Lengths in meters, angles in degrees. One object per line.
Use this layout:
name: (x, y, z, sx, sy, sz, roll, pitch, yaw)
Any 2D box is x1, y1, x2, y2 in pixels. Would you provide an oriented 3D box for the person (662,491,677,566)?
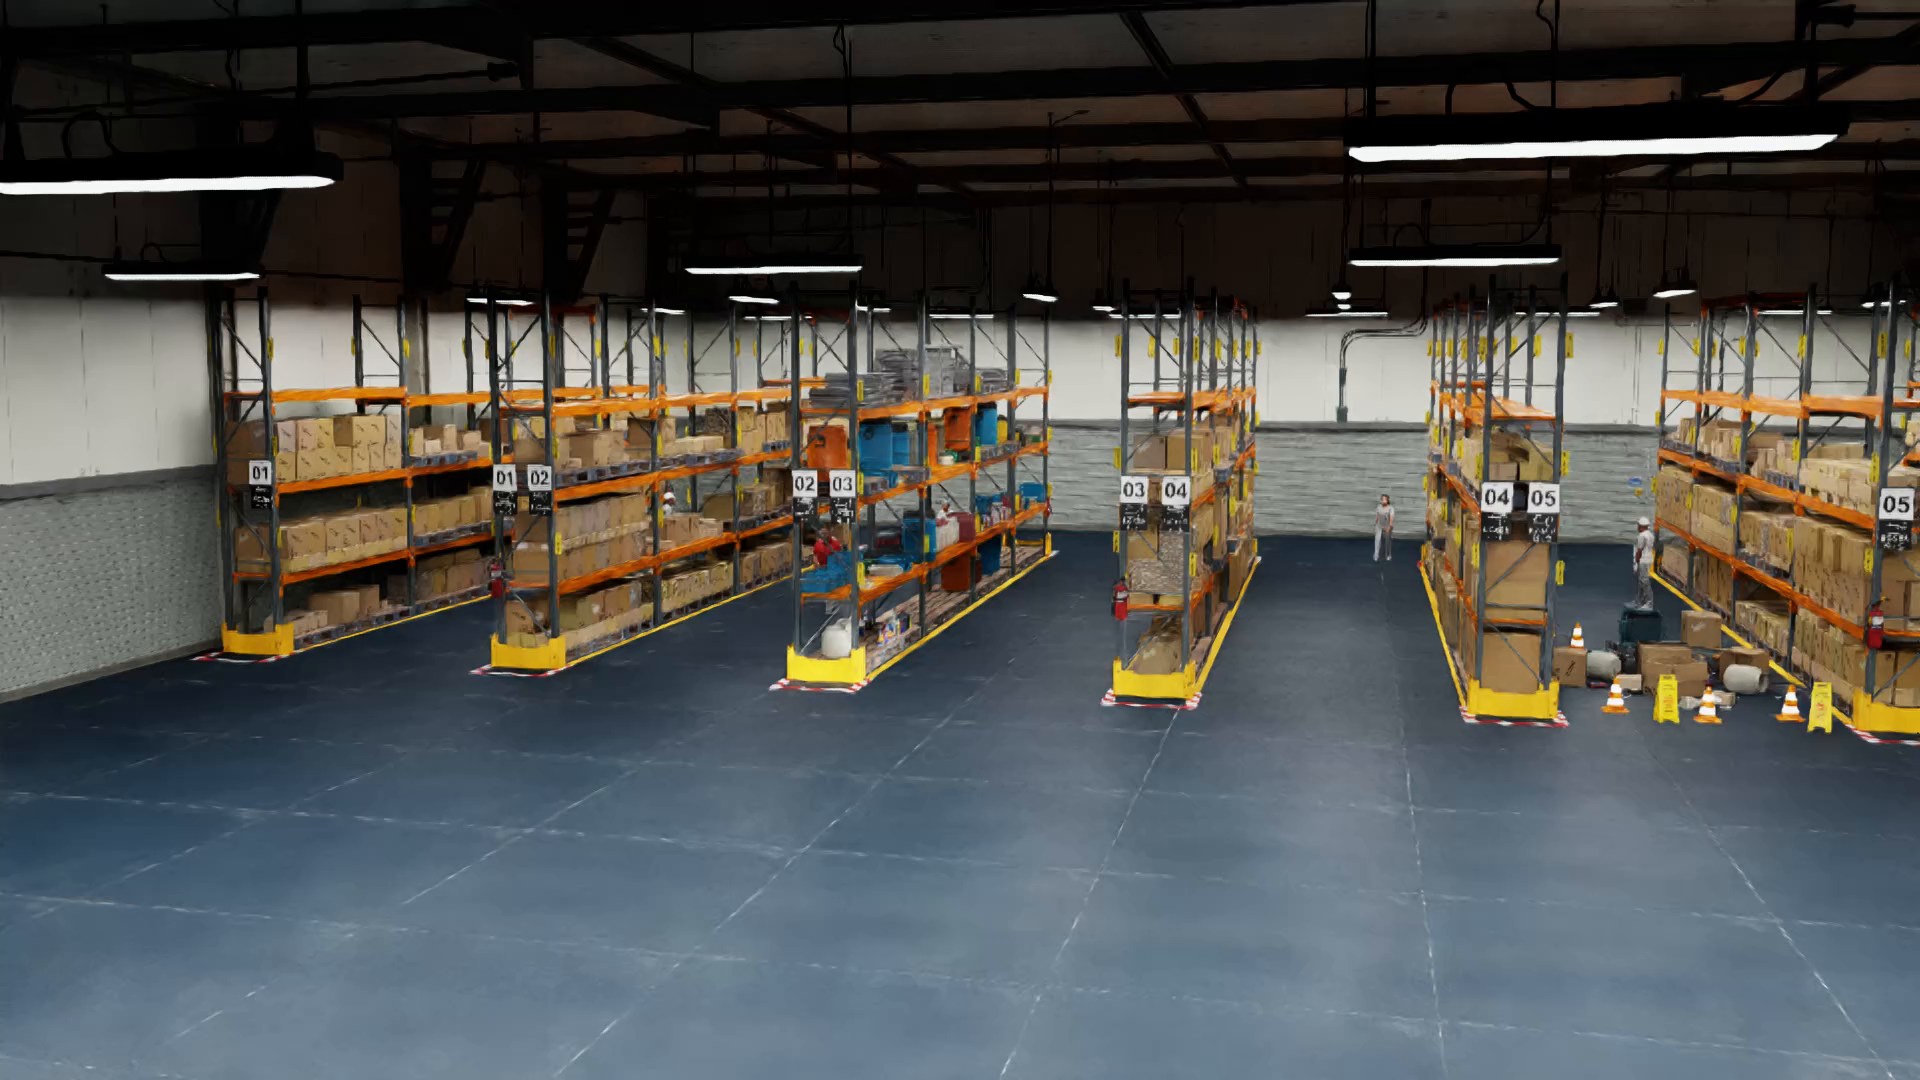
person: (-6.521, -0.211, 37.589, 0.462, 1.782, 0.598, -1, 7, -12)

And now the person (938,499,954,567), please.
person: (-0.265, -0.180, 37.921, 0.478, 1.553, 0.824, 3, 7, 23)

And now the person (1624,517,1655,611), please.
person: (13.071, 0.440, 31.926, 0.589, 1.782, 0.676, 5, 8, 34)

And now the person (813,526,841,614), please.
person: (-2.524, 0.548, 31.555, 0.542, 1.645, 1.126, 2, 7, 15)

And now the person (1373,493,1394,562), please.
person: (9.982, -0.297, 39.096, 0.444, 1.605, 1.017, 3, 7, 23)
